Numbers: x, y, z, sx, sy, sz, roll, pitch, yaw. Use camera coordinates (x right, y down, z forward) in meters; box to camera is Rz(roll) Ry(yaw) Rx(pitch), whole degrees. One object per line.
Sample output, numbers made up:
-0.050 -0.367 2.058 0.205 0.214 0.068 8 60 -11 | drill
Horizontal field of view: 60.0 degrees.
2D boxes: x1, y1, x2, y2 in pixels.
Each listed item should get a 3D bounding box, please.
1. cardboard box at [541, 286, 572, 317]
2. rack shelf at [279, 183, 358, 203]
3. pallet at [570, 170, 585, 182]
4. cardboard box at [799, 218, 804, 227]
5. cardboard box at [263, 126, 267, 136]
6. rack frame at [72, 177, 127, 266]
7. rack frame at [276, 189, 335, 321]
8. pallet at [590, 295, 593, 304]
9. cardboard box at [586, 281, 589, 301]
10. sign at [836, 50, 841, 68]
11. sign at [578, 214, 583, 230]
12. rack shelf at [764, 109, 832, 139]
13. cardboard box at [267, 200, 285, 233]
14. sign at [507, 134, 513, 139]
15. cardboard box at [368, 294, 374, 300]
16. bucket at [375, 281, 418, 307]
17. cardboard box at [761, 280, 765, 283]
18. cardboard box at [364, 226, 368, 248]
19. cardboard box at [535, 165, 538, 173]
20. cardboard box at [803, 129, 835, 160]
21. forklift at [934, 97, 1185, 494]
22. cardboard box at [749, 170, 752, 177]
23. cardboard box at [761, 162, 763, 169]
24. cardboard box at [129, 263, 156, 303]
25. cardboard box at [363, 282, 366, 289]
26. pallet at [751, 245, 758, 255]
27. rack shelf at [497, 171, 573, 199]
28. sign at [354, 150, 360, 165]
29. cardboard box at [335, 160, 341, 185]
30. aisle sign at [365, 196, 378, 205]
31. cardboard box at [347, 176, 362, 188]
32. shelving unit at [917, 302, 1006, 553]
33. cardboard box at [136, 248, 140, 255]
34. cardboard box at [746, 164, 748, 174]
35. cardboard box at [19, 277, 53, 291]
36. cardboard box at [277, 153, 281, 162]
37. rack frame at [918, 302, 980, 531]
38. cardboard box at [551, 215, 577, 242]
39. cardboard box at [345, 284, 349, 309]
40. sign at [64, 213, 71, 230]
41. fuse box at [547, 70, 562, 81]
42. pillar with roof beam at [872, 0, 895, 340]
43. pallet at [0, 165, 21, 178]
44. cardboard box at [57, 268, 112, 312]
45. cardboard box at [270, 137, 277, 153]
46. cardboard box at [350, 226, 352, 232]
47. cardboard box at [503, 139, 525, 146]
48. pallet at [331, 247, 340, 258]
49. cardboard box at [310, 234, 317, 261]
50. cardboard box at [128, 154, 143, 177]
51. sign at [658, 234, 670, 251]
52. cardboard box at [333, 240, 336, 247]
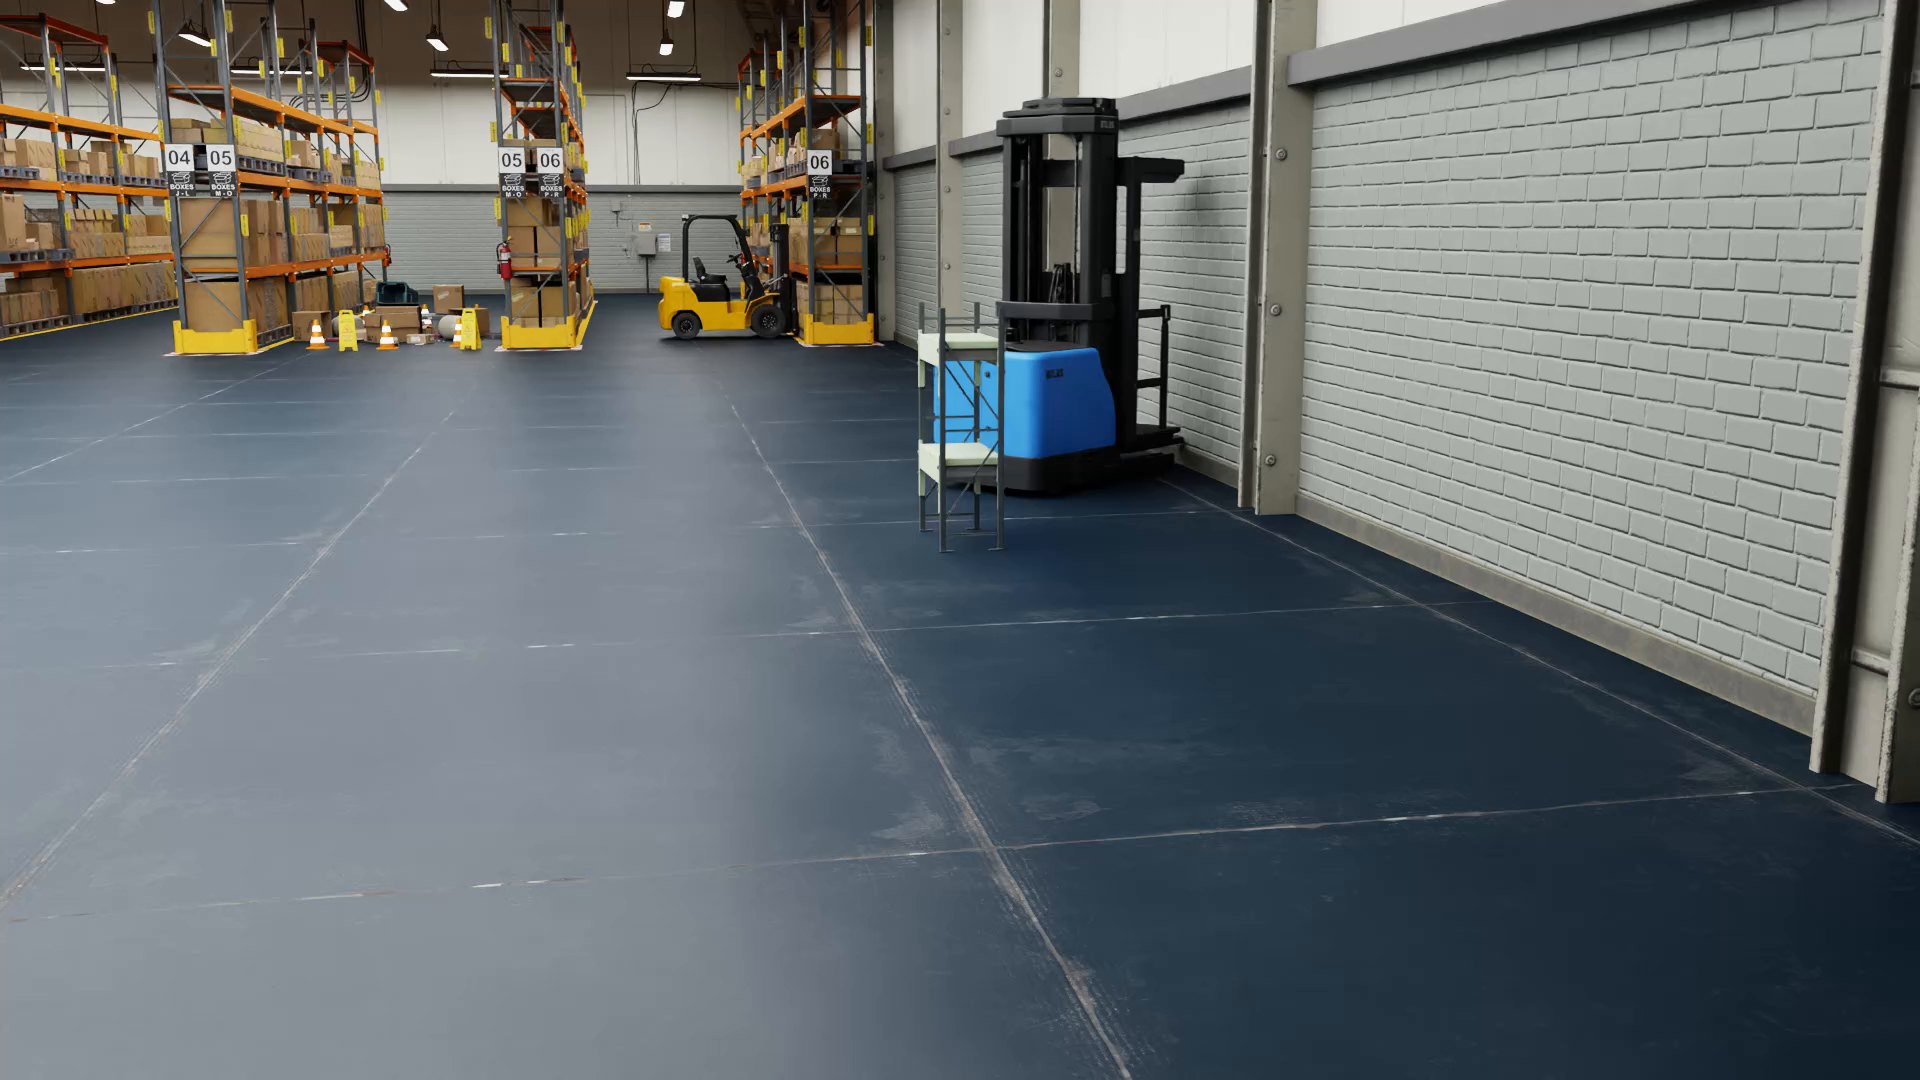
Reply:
-6.817 -4.036 28.104 0.500 0.500 0.500 -3 11 -13 | cardboard box
-13.707 -7.405 35.483 1.077 0.370 4.000 -2 11 -11 | rack shelf
-7.925 -7.072 32.309 1.213 0.211 1.003 -2 11 -11 | pallet
-2.625 -5.586 29.225 0.380 0.149 0.250 -2 11 -10 | cardboard box
-11.912 -6.895 28.027 0.380 0.149 0.250 -2 11 -12 | cardboard box
-18.981 -6.490 36.773 1.000 3.000 0.127 -2 11 -11 | rack frame
-13.318 -5.918 33.769 1.000 3.000 0.127 -2 11 -11 | rack frame
-9.806 -6.071 42.026 1.003 0.211 1.213 -2 11 -11 | pallet
-9.277 -5.917 39.493 0.875 0.438 0.875 -2 11 -12 | cardboard box
-2.287 -9.064 31.329 0.100 0.325 0.005 -2 11 -11 | sign
-7.952 -6.668 34.824 0.100 0.325 0.005 -2 11 -11 | sign
-3.225 -8.329 33.381 1.077 0.370 4.000 -2 11 -11 | rack shelf
-12.281 -5.623 28.930 0.875 0.550 0.550 -2 11 -11 | cardboard box
-8.248 -7.284 30.483 0.100 0.325 0.005 -2 11 -11 | sign
-14.144 -5.773 39.506 0.380 0.149 0.250 -2 11 -13 | cardboard box
-10.252 -4.382 30.388 0.726 0.611 0.620 2 1 9 | bucket
-4.313 -5.724 38.311 0.500 0.500 0.500 -2 11 -13 | cardboard box
-14.049 -7.038 38.587 0.500 0.500 0.500 -2 11 -11 | cardboard box
-6.811 -6.117 27.464 0.380 0.149 0.250 -2 11 -13 | cardboard box
-2.383 -6.681 28.097 0.500 0.500 0.500 -2 11 -9 | cardboard box
1.094 -2.004 13.387 1.130 2.935 3.031 8 14 38 | forklift
-4.708 -8.519 38.693 0.380 0.149 0.250 -2 11 -10 | cardboard box
-4.224 -8.330 36.958 0.380 0.149 0.250 -2 11 -11 | cardboard box
-19.206 -5.942 38.451 0.875 0.875 0.875 -2 11 -11 | cardboard box
-13.955 -5.874 38.444 0.380 0.149 0.250 -2 11 -8 | cardboard box
-4.344 -6.787 38.846 1.003 0.211 1.213 -2 11 -11 | pallet
-7.315 -6.137 28.818 1.077 0.370 4.000 -2 11 -11 | rack shelf
-13.552 -8.594 37.368 0.100 0.325 0.005 -2 11 -11 | sign
-13.375 -7.738 35.042 0.500 0.500 0.500 -2 11 -11 | cardboard box
-14.594 -8.687 41.363 0.394 0.787 0.004 -2 11 -11 | aisle sign
-13.927 -8.146 37.854 0.500 0.250 0.500 -2 11 -8 | cardboard box
0.001 -0.736 10.550 0.431 1.500 0.755 -2 11 -11 | shelving unit
-18.815 -6.530 37.652 0.380 0.149 0.250 -2 11 -9 | cardboard box
-5.030 -9.188 41.192 0.500 0.250 0.500 -2 11 -9 | cardboard box
-18.043 -4.991 32.402 0.500 0.250 0.500 -2 11 -9 | cardboard box
-12.107 -6.689 29.077 0.380 0.149 0.250 -2 11 -10 | cardboard box
-0.070 -0.803 10.903 0.400 1.500 0.023 -2 11 -11 | rack frame
-7.514 -5.881 31.388 0.500 0.500 0.500 -2 11 -10 | cardboard box
-13.411 -5.222 35.672 0.500 0.500 0.500 -2 11 -12 | cardboard box
-17.673 -6.308 32.931 0.100 0.325 0.005 -2 11 -11 | sign
-11.401 -13.122 47.016 0.513 0.334 0.176 -2 11 -11 | fuse box
-5.532 -7.782 27.515 9.100 9.000 0.400 -2 11 -11 | pillar with roof beam
-17.441 -6.521 29.417 1.213 0.211 1.003 -2 11 -11 | pallet
-18.483 -5.210 34.608 1.225 0.875 0.875 -2 11 -11 | cardboard box
-12.095 -6.813 28.659 0.500 0.250 0.500 -2 11 -11 | cardboard box
-13.827 -6.961 37.203 0.380 0.149 0.250 -2 11 -8 | cardboard box
-7.282 -6.443 27.041 0.380 0.149 0.250 -2 11 -10 | cardboard box
-13.561 -5.951 34.454 1.213 0.211 1.003 -2 11 -11 | pallet
-12.671 -5.618 31.921 0.500 0.500 0.500 -2 11 -10 | cardboard box
-19.255 -8.609 38.227 0.700 0.500 0.500 -2 11 -9 | cardboard box
-8.625 -8.676 48.514 0.329 0.494 0.001 -2 11 -11 | sign
-13.366 -6.239 35.001 0.380 0.149 0.250 -2 11 -8 | cardboard box
